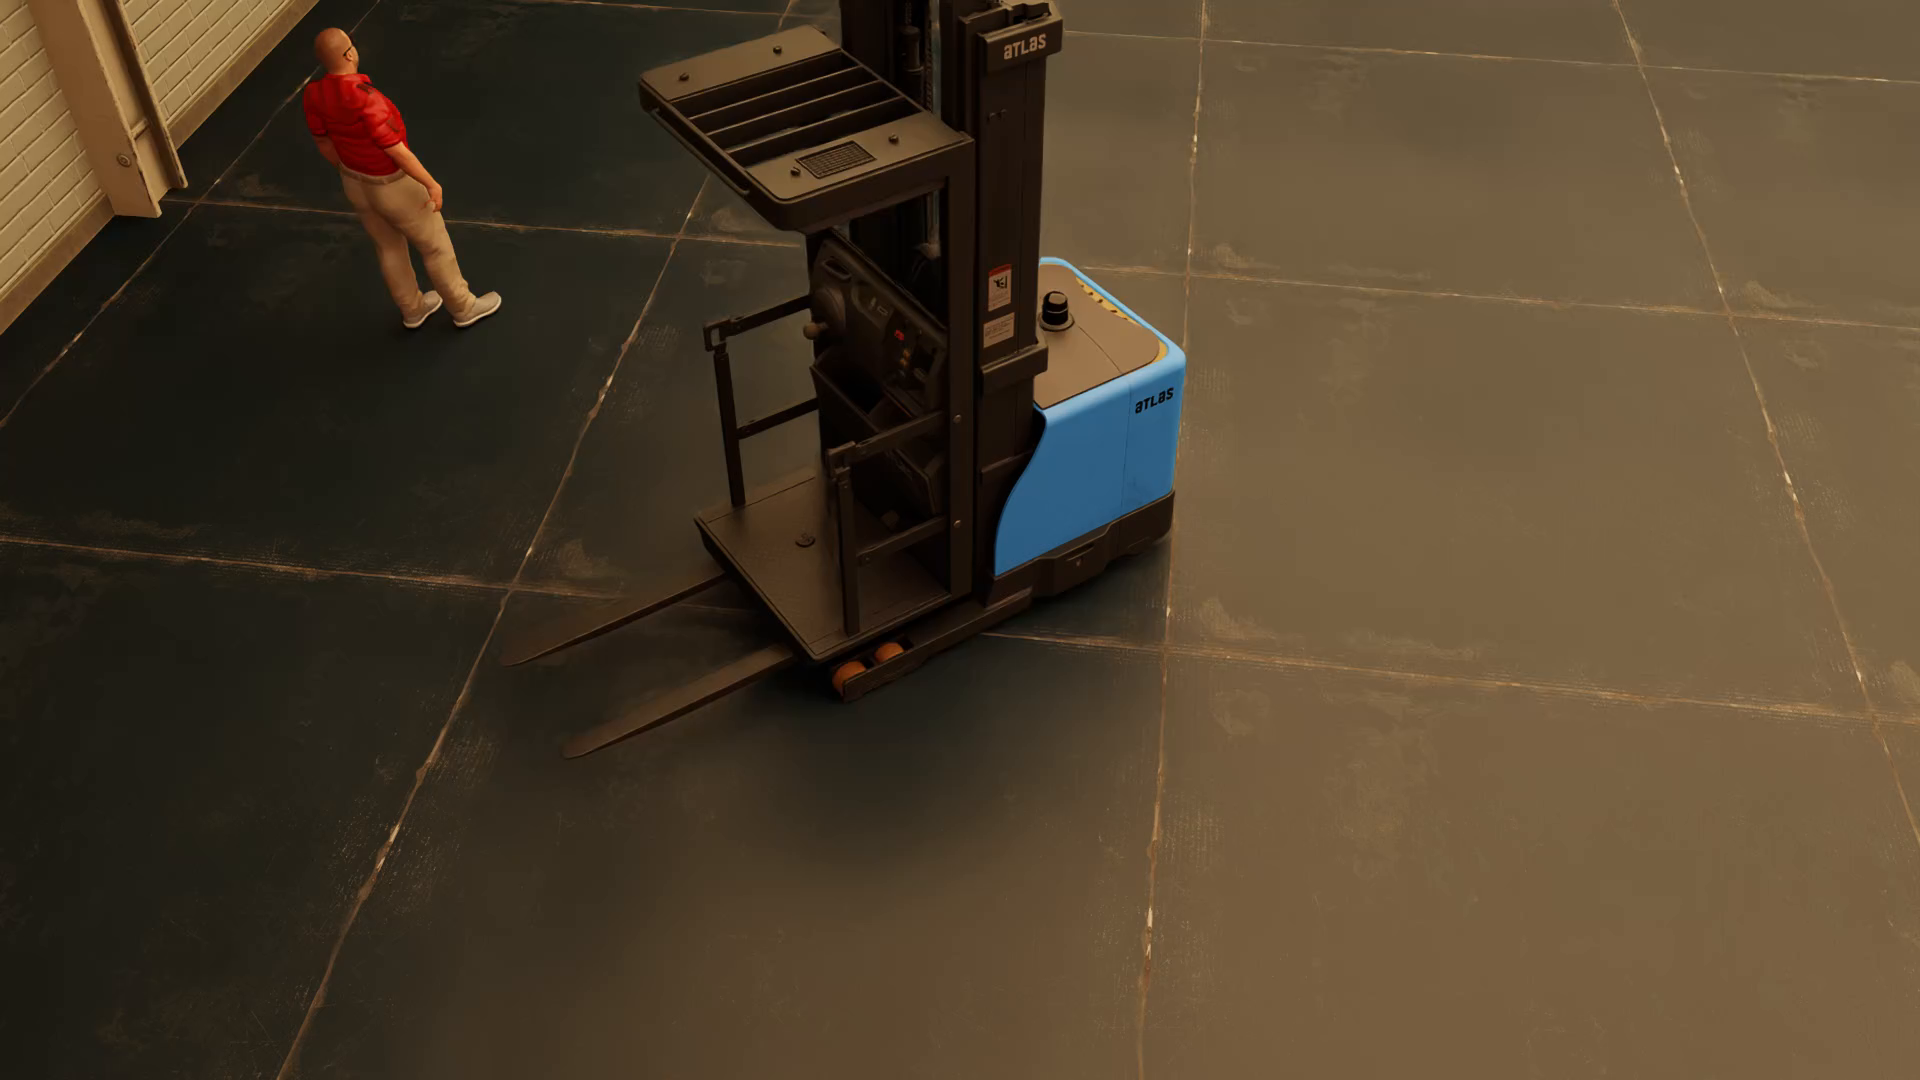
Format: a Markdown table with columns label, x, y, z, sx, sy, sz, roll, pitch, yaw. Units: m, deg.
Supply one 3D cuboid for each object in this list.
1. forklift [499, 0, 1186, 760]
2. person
| label | x | y | z | sx | sy | sz | roll | pitch | yaw |
| --- | --- | --- | --- | --- | --- | --- | --- | --- | --- |
| forklift | -0.508 | -0.805 | 6.600 | 3.031 | 2.935 | 1.130 | -25 | 48 | -24 |
| person | -2.937 | -1.889 | 8.659 | 0.638 | 1.728 | 0.552 | 17 | 45 | 17 |
